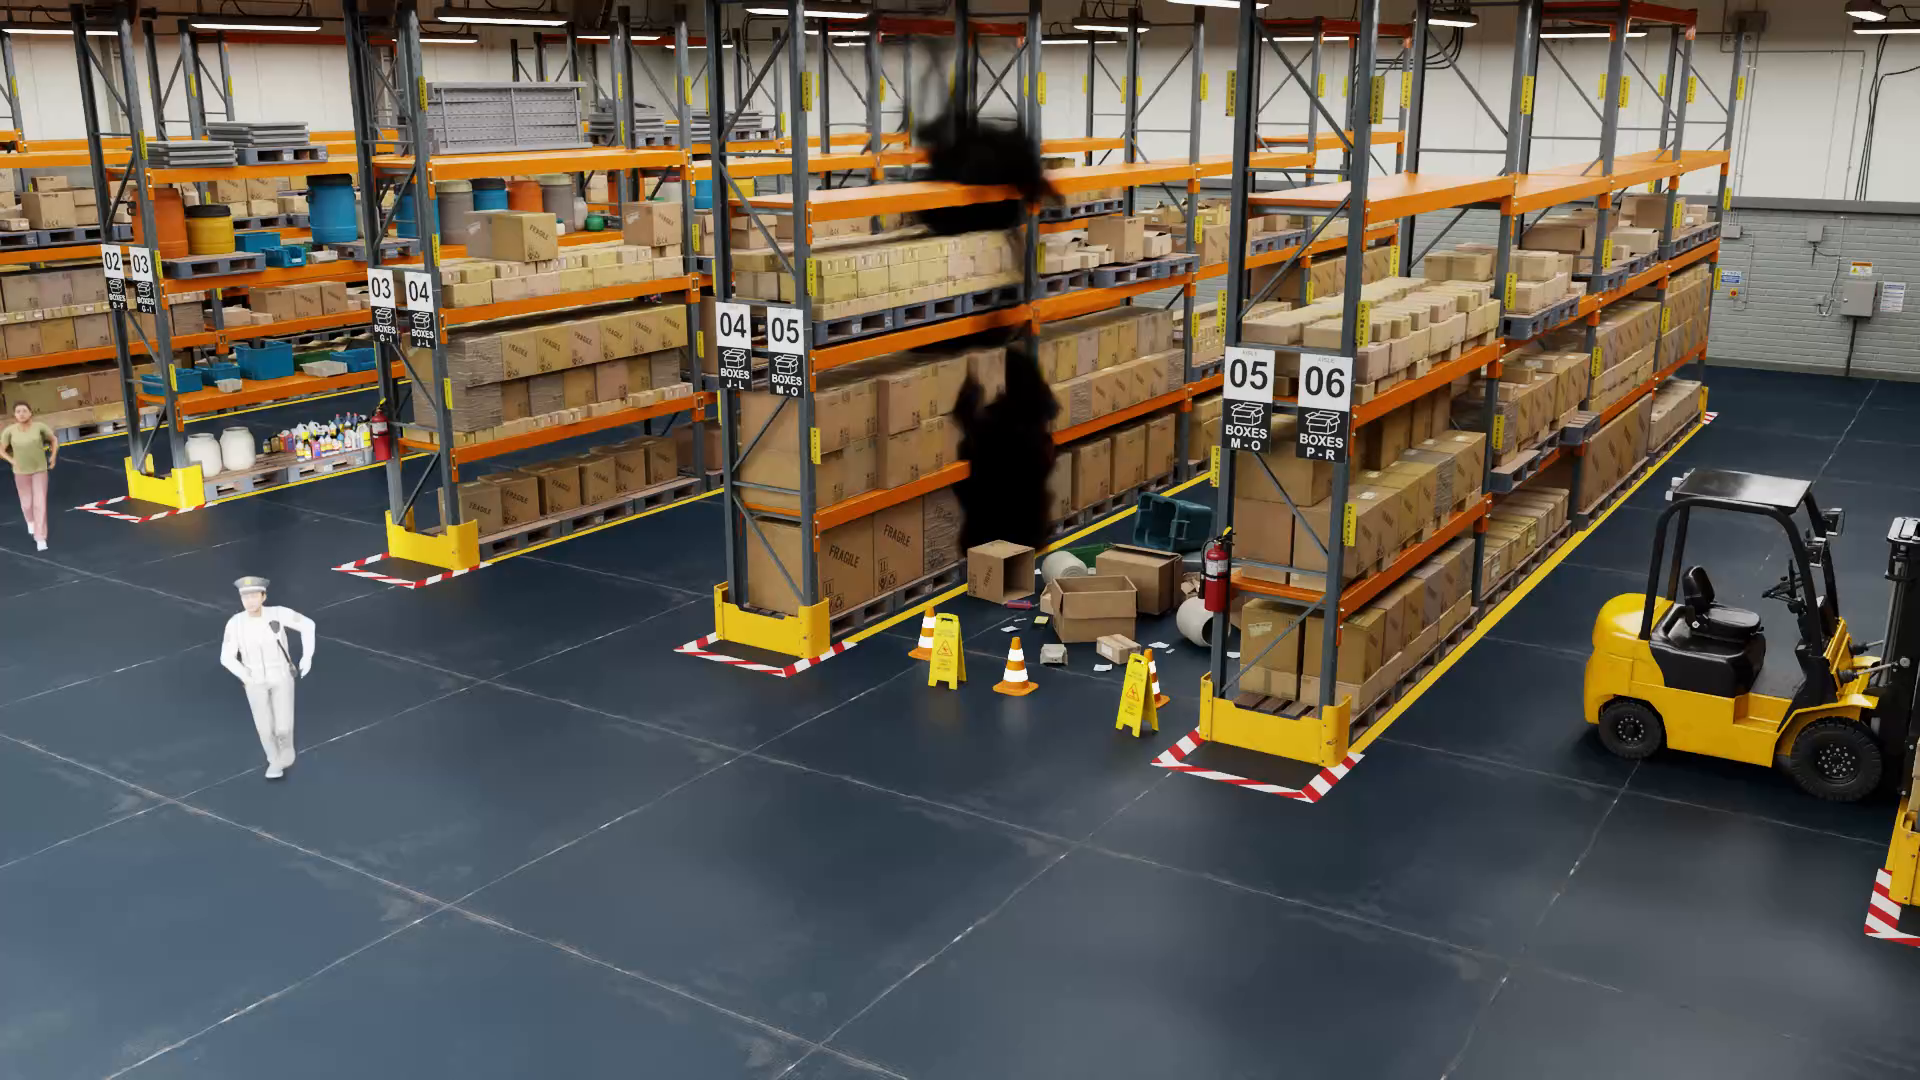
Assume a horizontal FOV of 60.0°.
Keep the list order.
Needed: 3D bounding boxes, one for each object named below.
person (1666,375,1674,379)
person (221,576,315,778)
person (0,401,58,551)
[{"bbox_3d":[11.415,-3.129,27.170,0.707,1.776,0.861,-15,21,-43],"label":"person"},{"bbox_3d":[-5.120,1.044,12.351,0.635,1.648,0.700,-4,16,-14],"label":"person"},{"bbox_3d":[-10.558,-0.768,18.926,0.603,1.670,0.772,-8,18,-27],"label":"person"}]
